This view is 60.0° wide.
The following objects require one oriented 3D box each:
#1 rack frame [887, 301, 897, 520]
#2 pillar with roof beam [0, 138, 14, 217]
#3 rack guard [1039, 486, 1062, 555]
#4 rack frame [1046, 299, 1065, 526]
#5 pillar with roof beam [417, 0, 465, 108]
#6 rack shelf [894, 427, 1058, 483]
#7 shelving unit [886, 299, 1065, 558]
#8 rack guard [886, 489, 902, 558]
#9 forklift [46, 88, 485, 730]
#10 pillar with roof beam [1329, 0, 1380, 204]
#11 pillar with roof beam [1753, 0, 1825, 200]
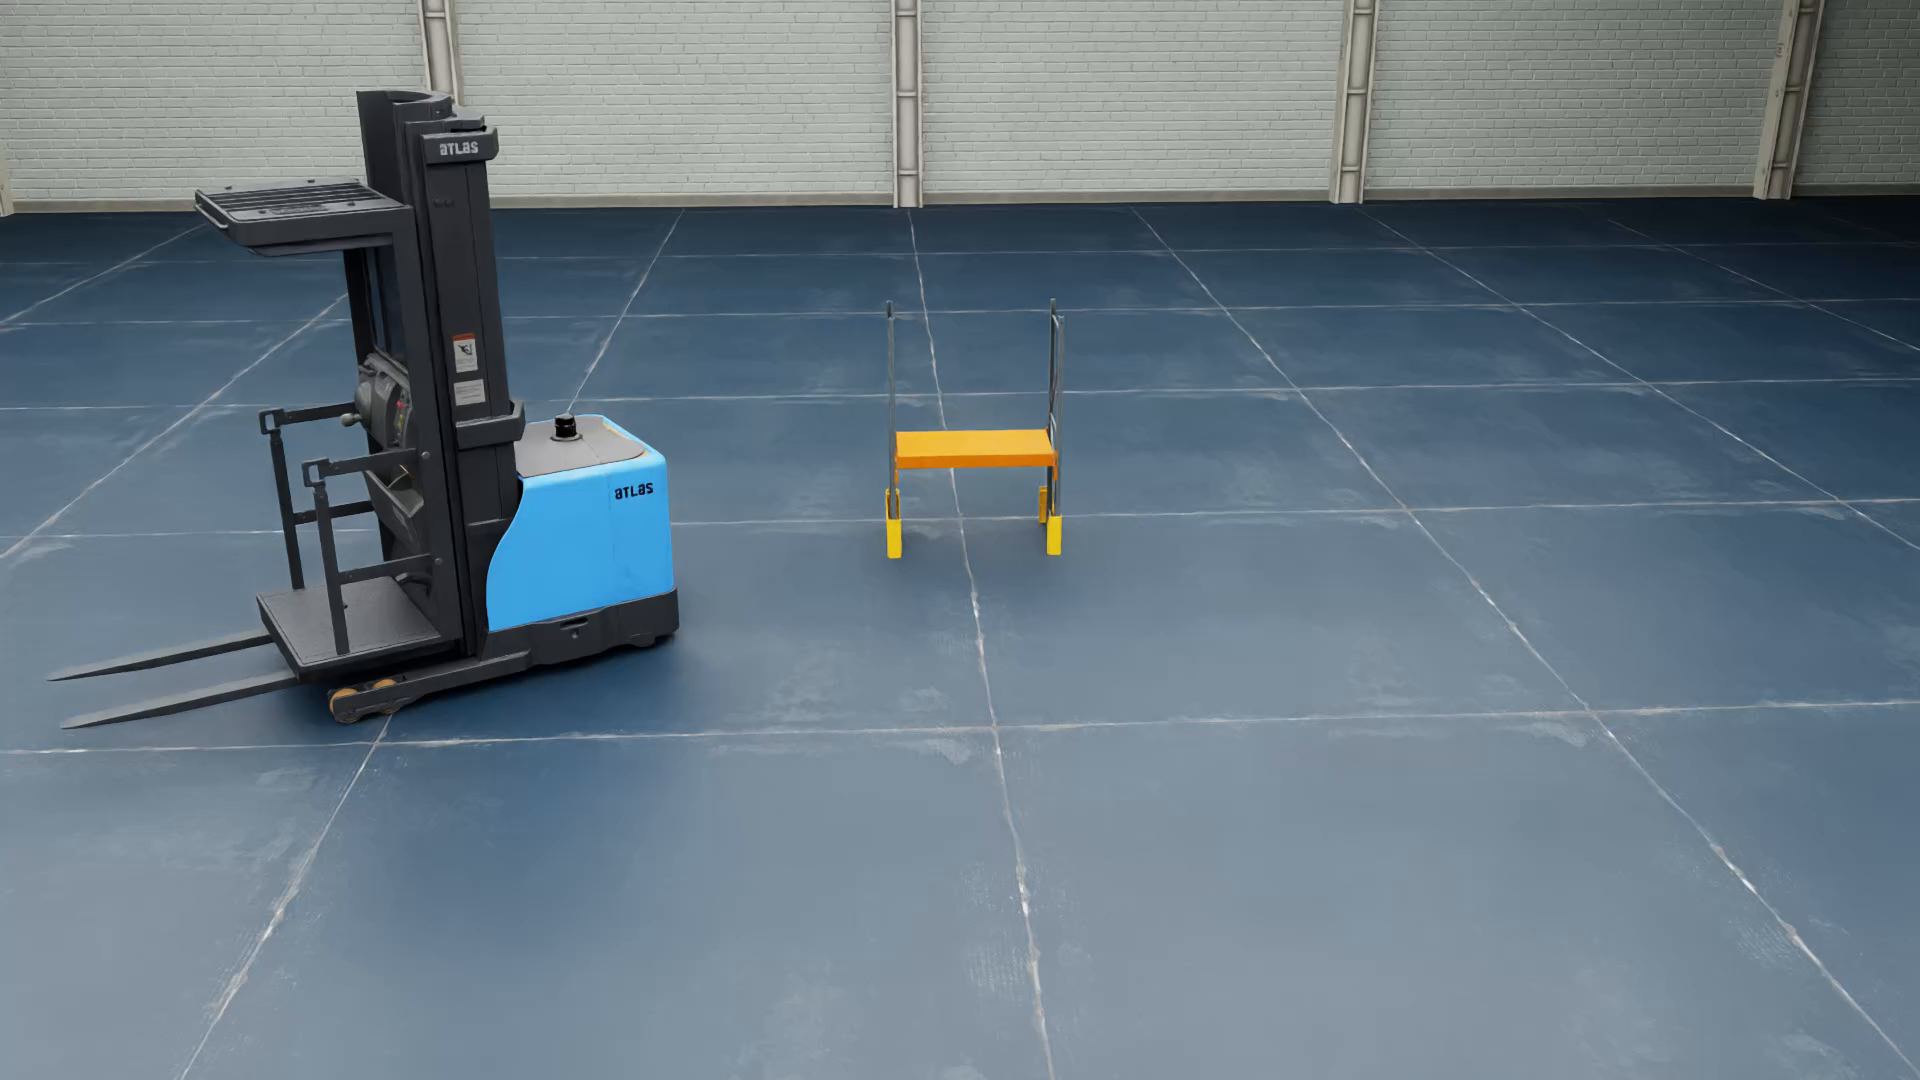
[{"bbox_3d":[-0.422,-0.692,10.332,0.032,1.500,0.500,-1,21,-3],"label":"rack frame"},{"bbox_3d":[-12.438,-6.951,16.231,0.400,9.000,9.100,-1,21,-3],"label":"pillar with roof beam"},{"bbox_3d":[0.573,-0.128,10.607,0.087,0.250,0.587,-1,21,-3],"label":"rack guard"},{"bbox_3d":[0.593,-0.713,10.386,0.032,1.500,0.500,-1,21,-3],"label":"rack frame"},{"bbox_3d":[-6.448,-7.073,16.551,0.400,9.000,9.100,-1,21,-3],"label":"pillar with roof beam"},{"bbox_3d":[0.085,-0.535,10.423,1.000,0.185,0.538,-1,21,-3],"label":"rack shelf"},{"bbox_3d":[0.076,-0.702,10.358,1.083,1.500,0.587,-1,21,-3],"label":"shelving unit"},{"bbox_3d":[-0.421,-0.108,10.554,0.087,0.250,0.587,-1,21,-3],"label":"rack guard"},{"bbox_3d":[-3.067,-0.678,8.283,3.031,2.935,1.121,-13,24,-30],"label":"forklift"},{"bbox_3d":[5.533,-7.317,17.191,0.400,9.000,9.100,-1,21,-3],"label":"pillar with roof beam"},{"bbox_3d":[11.523,-7.438,17.511,0.400,9.000,9.100,-1,21,-3],"label":"pillar with roof beam"}]
